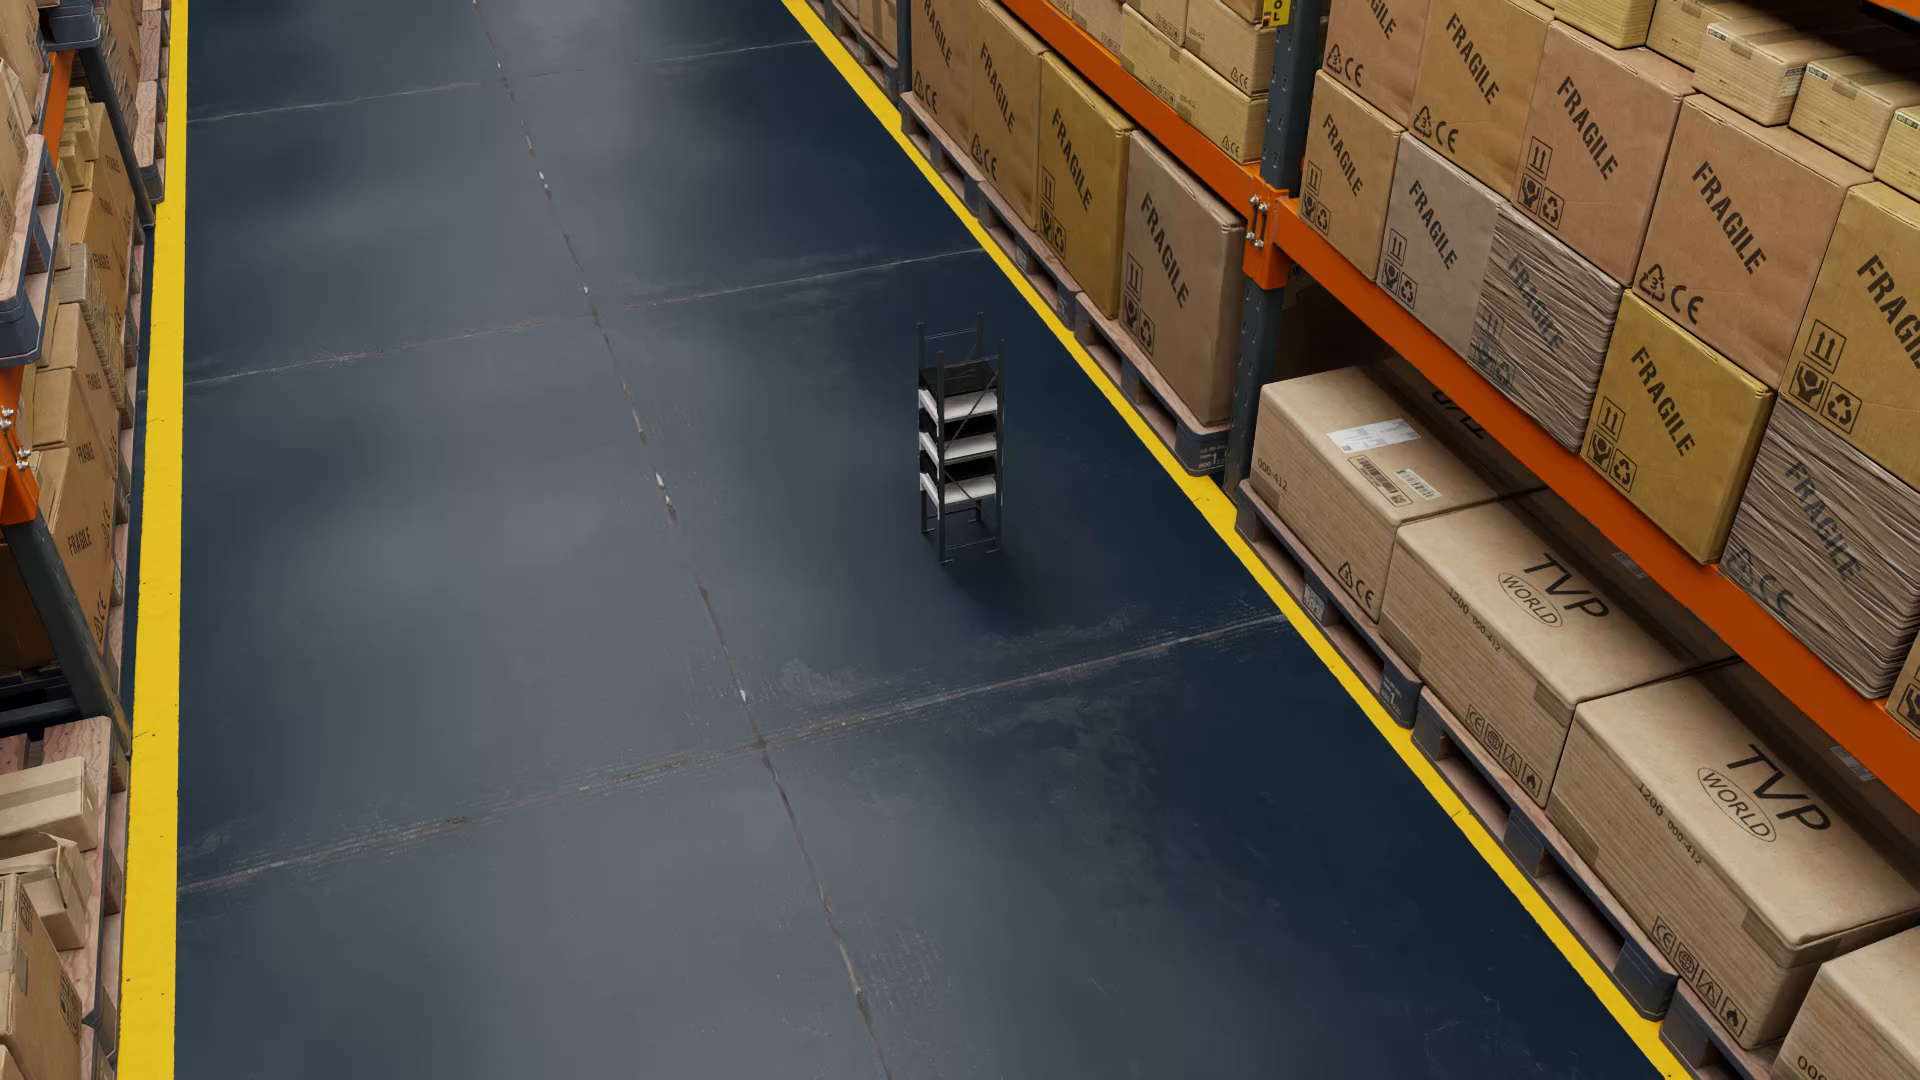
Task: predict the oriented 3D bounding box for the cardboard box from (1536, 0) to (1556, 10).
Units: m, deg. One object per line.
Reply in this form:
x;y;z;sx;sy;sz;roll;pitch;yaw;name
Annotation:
1.639;-1.498;4.292;0.380;0.149;0.250;-13;39;-16;cardboard box

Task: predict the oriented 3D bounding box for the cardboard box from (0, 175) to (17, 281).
-3.100;-0.959;4.598;0.700;0.500;0.500;-11;38;-15;cardboard box

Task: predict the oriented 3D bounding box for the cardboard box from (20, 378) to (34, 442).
-3.284;-0.401;5.479;0.380;0.149;0.250;-14;39;-18;cardboard box

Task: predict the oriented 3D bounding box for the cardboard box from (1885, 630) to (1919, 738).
2.319;0.253;3.337;0.500;0.500;0.500;-13;39;-17;cardboard box

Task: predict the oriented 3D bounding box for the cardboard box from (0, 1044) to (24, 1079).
-2.235;1.483;3.517;0.500;0.500;0.500;-12;39;-15;cardboard box

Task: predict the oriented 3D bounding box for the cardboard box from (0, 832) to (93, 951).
-2.553;0.948;4.422;0.396;0.266;0.258;-11;38;-14;cardboard box

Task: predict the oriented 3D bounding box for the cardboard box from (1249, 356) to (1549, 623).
1.631;-0.229;5.842;0.875;0.438;0.875;-13;39;-17;cardboard box

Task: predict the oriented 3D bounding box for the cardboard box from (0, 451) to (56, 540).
-3.017;-0.118;5.103;0.380;0.149;0.250;-11;38;-14;cardboard box

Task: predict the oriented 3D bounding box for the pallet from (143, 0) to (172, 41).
-5.607;-3.429;10.627;1.003;0.211;1.213;-12;39;-16;pallet

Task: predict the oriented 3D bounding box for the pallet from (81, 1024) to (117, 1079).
-2.485;1.760;3.738;1.003;0.211;1.213;-12;39;-16;pallet

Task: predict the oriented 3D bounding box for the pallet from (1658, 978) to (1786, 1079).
2.543;1.476;4.115;1.003;0.211;1.213;-12;39;-16;pallet

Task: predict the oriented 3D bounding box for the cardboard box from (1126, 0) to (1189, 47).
0.956;-2.081;6.229;0.500;0.250;0.500;-12;38;-15;cardboard box

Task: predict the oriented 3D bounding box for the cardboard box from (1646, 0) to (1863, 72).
1.867;-1.217;3.919;0.380;0.149;0.250;-13;39;-16;cardboard box

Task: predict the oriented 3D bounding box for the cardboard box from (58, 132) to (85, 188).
-3.940;-1.588;7.054;0.380;0.149;0.250;-14;39;-17;cardboard box

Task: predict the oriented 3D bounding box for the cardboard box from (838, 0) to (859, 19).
-0.308;-3.576;10.340;0.950;0.372;0.625;-13;39;-17;cardboard box

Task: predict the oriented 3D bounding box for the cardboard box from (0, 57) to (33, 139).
-3.262;-1.410;5.392;0.396;0.266;0.258;-11;38;-14;cardboard box

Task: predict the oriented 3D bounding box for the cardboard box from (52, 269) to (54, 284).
-3.646;-0.989;6.260;0.380;0.149;0.250;-12;39;-16;cardboard box

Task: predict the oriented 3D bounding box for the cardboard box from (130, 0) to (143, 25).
-5.447;-3.438;9.946;0.875;0.625;0.625;-13;39;-16;cardboard box

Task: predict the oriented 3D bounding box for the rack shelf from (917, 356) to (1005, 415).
0.003;-0.544;5.831;0.258;0.077;0.200;-12;39;-16;rack shelf

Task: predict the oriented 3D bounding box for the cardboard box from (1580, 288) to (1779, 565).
1.943;-0.324;4.104;0.500;0.500;0.500;-11;38;-15;cardboard box

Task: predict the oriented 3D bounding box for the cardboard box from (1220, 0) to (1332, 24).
1.126;-2.102;5.633;0.500;0.500;0.500;-11;38;-14;cardboard box

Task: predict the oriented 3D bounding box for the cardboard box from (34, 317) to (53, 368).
-3.442;-0.702;5.879;0.380;0.149;0.250;-13;39;-16;cardboard box

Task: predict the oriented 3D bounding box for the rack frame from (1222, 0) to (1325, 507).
1.515;-1.462;5.698;1.000;3.000;0.127;-12;39;-16;rack frame

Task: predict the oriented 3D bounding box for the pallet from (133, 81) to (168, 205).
-4.767;-2.051;8.798;1.003;0.211;1.213;-12;39;-16;pallet

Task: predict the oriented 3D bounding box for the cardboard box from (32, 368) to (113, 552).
-3.292;-0.220;5.778;0.500;0.500;0.500;-13;39;-17;cardboard box

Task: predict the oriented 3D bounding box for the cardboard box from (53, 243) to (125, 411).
-3.632;-0.797;6.544;0.500;0.500;0.500;-14;39;-18;cardboard box

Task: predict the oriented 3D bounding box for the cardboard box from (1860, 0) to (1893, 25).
2.301;-1.317;4.052;0.380;0.149;0.250;-13;39;-17;cardboard box

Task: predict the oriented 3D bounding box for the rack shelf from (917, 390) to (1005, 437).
0.003;-0.472;5.885;0.258;0.077;0.200;-12;39;-16;rack shelf

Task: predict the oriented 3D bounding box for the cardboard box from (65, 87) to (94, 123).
-4.113;-1.894;7.460;0.380;0.149;0.250;-14;39;-18;cardboard box

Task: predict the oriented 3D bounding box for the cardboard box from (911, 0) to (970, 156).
0.299;-2.633;8.670;0.875;0.875;0.875;-13;39;-16;cardboard box

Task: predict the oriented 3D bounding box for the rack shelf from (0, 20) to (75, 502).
-3.832;-1.275;6.047;1.077;0.370;4.000;-12;39;-16;rack shelf

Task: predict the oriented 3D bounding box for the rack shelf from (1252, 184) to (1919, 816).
2.204;-0.045;4.414;1.077;0.370;4.000;-12;39;-16;rack shelf

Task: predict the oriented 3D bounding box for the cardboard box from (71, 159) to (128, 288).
-4.011;-1.382;7.320;0.500;0.500;0.500;-13;39;-17;cardboard box

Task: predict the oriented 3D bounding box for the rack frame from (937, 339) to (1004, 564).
0.038;-0.297;5.897;0.240;0.900;0.006;-12;39;-16;rack frame

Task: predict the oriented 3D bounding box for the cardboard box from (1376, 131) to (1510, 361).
1.600;-0.897;4.865;0.500;0.500;0.500;-12;39;-16;cardboard box

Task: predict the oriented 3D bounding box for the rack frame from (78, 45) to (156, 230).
-4.520;-2.692;7.330;1.000;3.000;0.127;-12;39;-16;rack frame

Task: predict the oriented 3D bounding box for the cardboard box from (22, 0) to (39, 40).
-3.785;-2.017;6.000;0.797;0.503;0.637;-13;39;-17;cardboard box

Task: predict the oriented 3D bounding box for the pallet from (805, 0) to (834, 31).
-0.545;-3.738;11.036;1.003;0.211;1.213;-12;39;-16;pallet

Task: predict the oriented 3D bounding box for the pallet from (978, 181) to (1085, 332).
0.756;-1.459;8.011;1.003;0.211;1.213;-12;39;-16;pallet

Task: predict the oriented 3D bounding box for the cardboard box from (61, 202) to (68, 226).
-3.806;-1.289;6.657;0.380;0.149;0.250;-13;39;-17;cardboard box

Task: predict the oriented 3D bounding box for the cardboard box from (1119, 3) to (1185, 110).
0.950;-1.891;6.392;0.500;0.250;0.500;-13;39;-17;cardboard box

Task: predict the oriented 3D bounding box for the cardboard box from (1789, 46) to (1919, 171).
2.017;-0.924;3.530;0.380;0.149;0.250;-11;38;-14;cardboard box

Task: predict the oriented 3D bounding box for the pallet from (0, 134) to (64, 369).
-3.316;-0.829;5.018;1.003;0.211;1.213;-12;39;-16;pallet

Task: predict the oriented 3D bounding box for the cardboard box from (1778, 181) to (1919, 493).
2.128;-0.434;3.419;0.500;0.500;0.500;-13;39;-16;cardboard box

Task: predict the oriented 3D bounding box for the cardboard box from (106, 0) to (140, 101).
-4.954;-2.634;8.878;0.875;0.625;0.625;-11;38;-14;cardboard box

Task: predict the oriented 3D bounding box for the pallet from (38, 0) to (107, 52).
-4.221;-2.247;6.899;1.213;0.211;1.003;-12;39;-16;pallet

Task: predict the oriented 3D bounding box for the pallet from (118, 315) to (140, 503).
-3.883;-0.460;6.686;1.003;0.211;1.213;-12;39;-16;pallet

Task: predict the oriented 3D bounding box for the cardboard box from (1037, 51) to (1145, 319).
0.909;-1.623;7.329;0.875;0.875;0.875;-11;38;-15;cardboard box

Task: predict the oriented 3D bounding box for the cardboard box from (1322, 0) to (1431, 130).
1.452;-1.582;4.943;0.500;0.500;0.500;-12;39;-16;cardboard box

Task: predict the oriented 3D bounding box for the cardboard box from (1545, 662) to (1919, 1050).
2.248;0.786;4.494;0.875;0.438;0.875;-11;38;-15;cardboard box

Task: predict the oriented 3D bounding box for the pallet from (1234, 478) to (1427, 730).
1.704;0.098;5.945;1.003;0.211;1.213;-12;39;-16;pallet

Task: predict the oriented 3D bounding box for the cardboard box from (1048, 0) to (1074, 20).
0.613;-2.471;7.162;0.500;0.250;0.500;-12;39;-16;cardboard box

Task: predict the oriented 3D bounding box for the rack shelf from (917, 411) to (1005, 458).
0.003;-0.400;5.939;0.258;0.077;0.200;-12;39;-16;rack shelf

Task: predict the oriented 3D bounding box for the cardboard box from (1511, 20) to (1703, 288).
1.786;-1.004;4.175;0.500;0.500;0.500;-12;39;-15;cardboard box

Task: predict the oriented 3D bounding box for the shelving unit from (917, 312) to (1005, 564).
0.003;-0.355;5.973;0.258;0.900;0.210;-12;39;-16;shelving unit
